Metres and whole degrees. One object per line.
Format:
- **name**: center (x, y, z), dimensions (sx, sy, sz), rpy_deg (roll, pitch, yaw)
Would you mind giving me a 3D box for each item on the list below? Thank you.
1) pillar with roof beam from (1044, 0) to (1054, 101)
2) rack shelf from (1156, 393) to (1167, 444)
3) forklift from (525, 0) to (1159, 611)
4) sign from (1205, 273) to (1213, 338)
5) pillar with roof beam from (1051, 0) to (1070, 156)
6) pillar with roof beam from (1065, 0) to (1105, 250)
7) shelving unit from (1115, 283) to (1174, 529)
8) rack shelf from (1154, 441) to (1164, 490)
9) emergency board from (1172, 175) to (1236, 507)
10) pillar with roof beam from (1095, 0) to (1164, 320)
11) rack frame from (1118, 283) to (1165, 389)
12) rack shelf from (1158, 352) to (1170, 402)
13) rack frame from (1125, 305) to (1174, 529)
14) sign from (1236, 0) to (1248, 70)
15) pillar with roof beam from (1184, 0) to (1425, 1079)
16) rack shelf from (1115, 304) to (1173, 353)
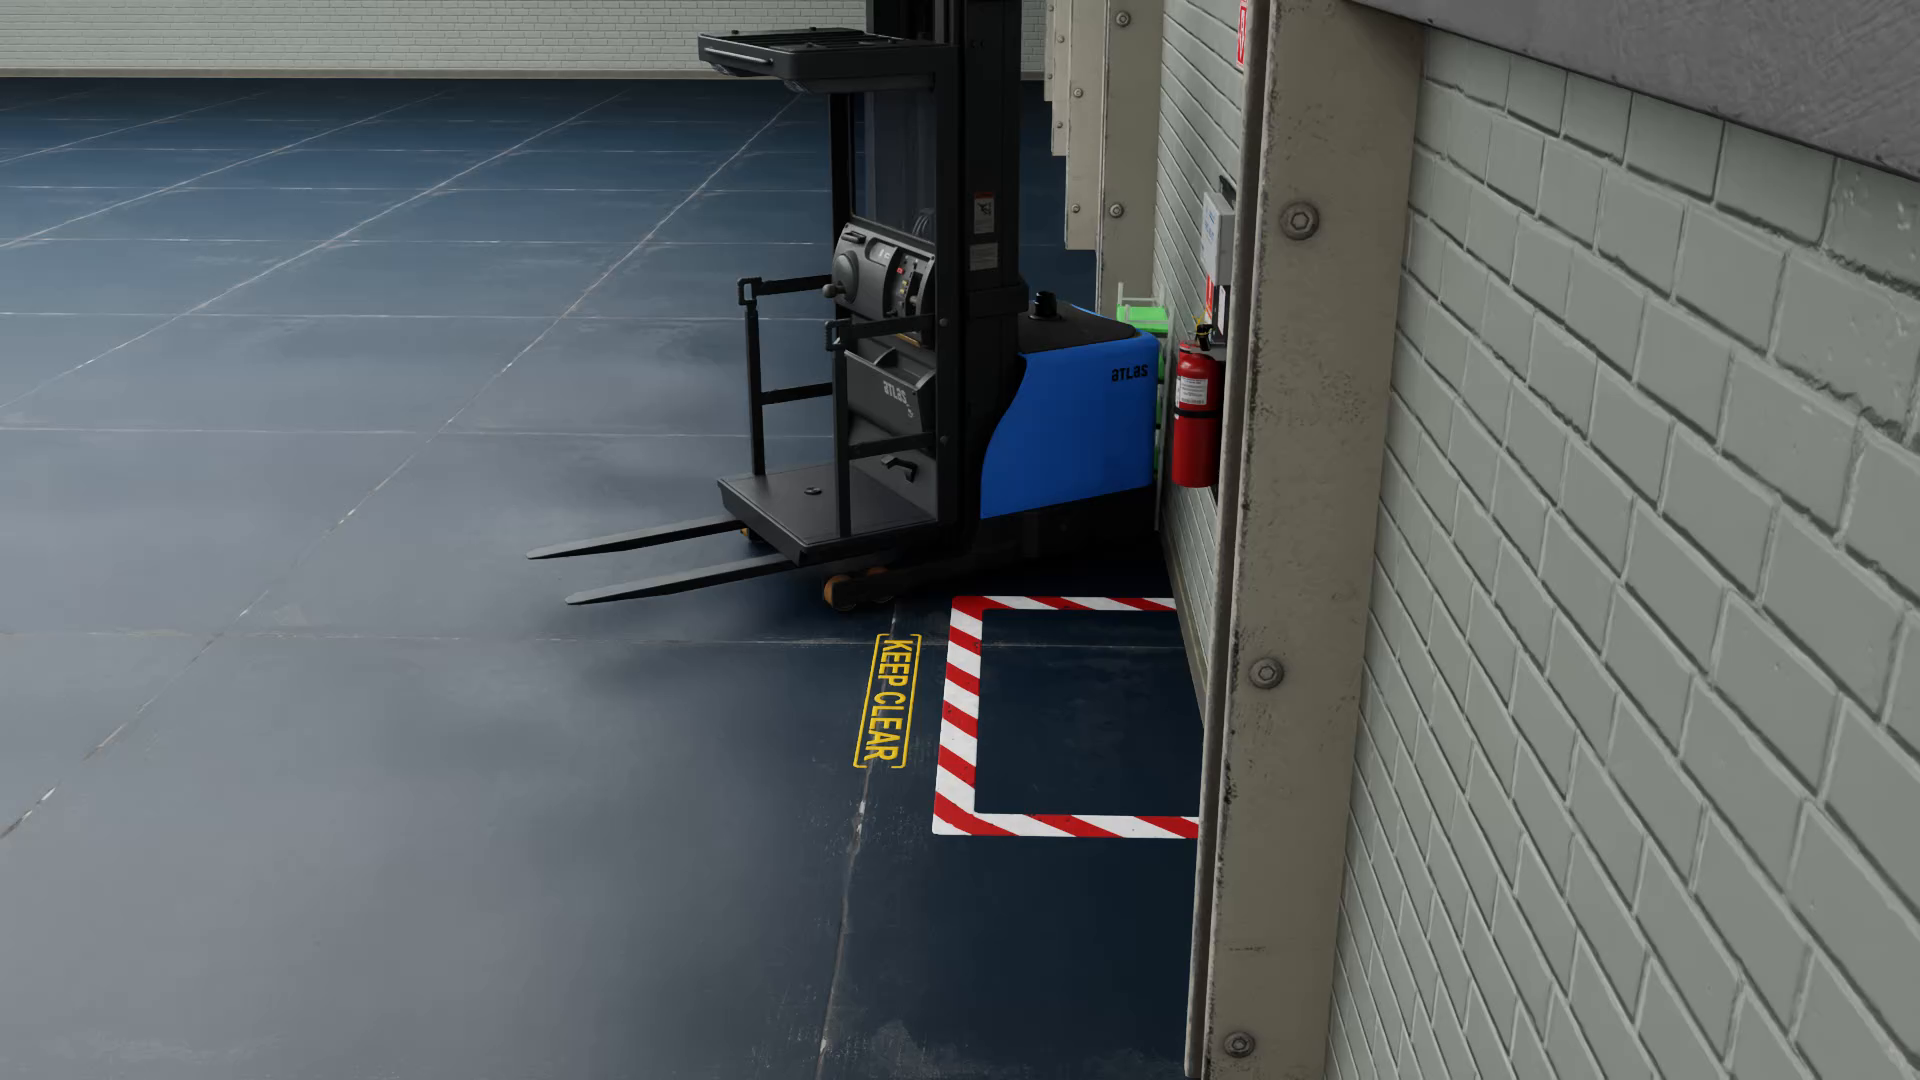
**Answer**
- **pillar with roof beam**: center (-2.790, -11.364, 25.376), dimensions (9.100, 9.000, 0.400), rpy_deg (1, 21, 2)
- **rack shelf**: center (0.930, -0.634, 8.716), dimensions (0.258, 0.148, 0.480), rpy_deg (2, 22, 1)
- **forklift**: center (-0.543, -1.256, 7.713), dimensions (3.031, 2.935, 1.130), rpy_deg (-12, 24, -27)
- **sign**: center (1.016, -0.950, 6.782), dimensions (0.001, 0.329, 0.234), rpy_deg (1, 21, 2)
- **pillar with roof beam**: center (-2.973, -9.194, 19.785), dimensions (9.100, 9.000, 0.400), rpy_deg (1, 21, 2)
- **pillar with roof beam**: center (-3.155, -7.025, 14.194), dimensions (9.100, 9.000, 0.400), rpy_deg (1, 21, 2)
- **shelving unit**: center (0.932, -0.694, 8.692), dimensions (0.258, 1.200, 0.503), rpy_deg (2, 22, 1)
- **rack shelf**: center (0.924, -0.411, 8.804), dimensions (0.258, 0.148, 0.480), rpy_deg (2, 22, 1)
- **emergency board**: center (0.896, -0.735, 6.276), dimensions (0.194, 1.169, 0.643), rpy_deg (1, 21, 2)
- **pillar with roof beam**: center (-3.338, -4.855, 8.602), dimensions (9.100, 9.000, 0.400), rpy_deg (1, 21, 2)
- **rack frame**: center (0.937, -0.783, 8.919), dimensions (0.240, 1.200, 0.015), rpy_deg (2, 22, 1)
- **rack shelf**: center (0.936, -0.858, 8.628), dimensions (0.258, 0.148, 0.480), rpy_deg (2, 22, 1)
- **rack frame**: center (0.927, -0.604, 8.466), dimensions (0.240, 1.200, 0.015), rpy_deg (2, 22, 1)
- **sign**: center (0.996, -1.817, 5.862), dimensions (0.001, 0.298, 0.199), rpy_deg (1, 21, 2)
- **pillar with roof beam**: center (-3.520, -2.686, 3.011), dimensions (9.100, 9.000, 0.400), rpy_deg (1, 21, 2)
- **rack shelf**: center (0.942, -1.081, 8.540), dimensions (0.258, 0.148, 0.480), rpy_deg (2, 22, 1)
